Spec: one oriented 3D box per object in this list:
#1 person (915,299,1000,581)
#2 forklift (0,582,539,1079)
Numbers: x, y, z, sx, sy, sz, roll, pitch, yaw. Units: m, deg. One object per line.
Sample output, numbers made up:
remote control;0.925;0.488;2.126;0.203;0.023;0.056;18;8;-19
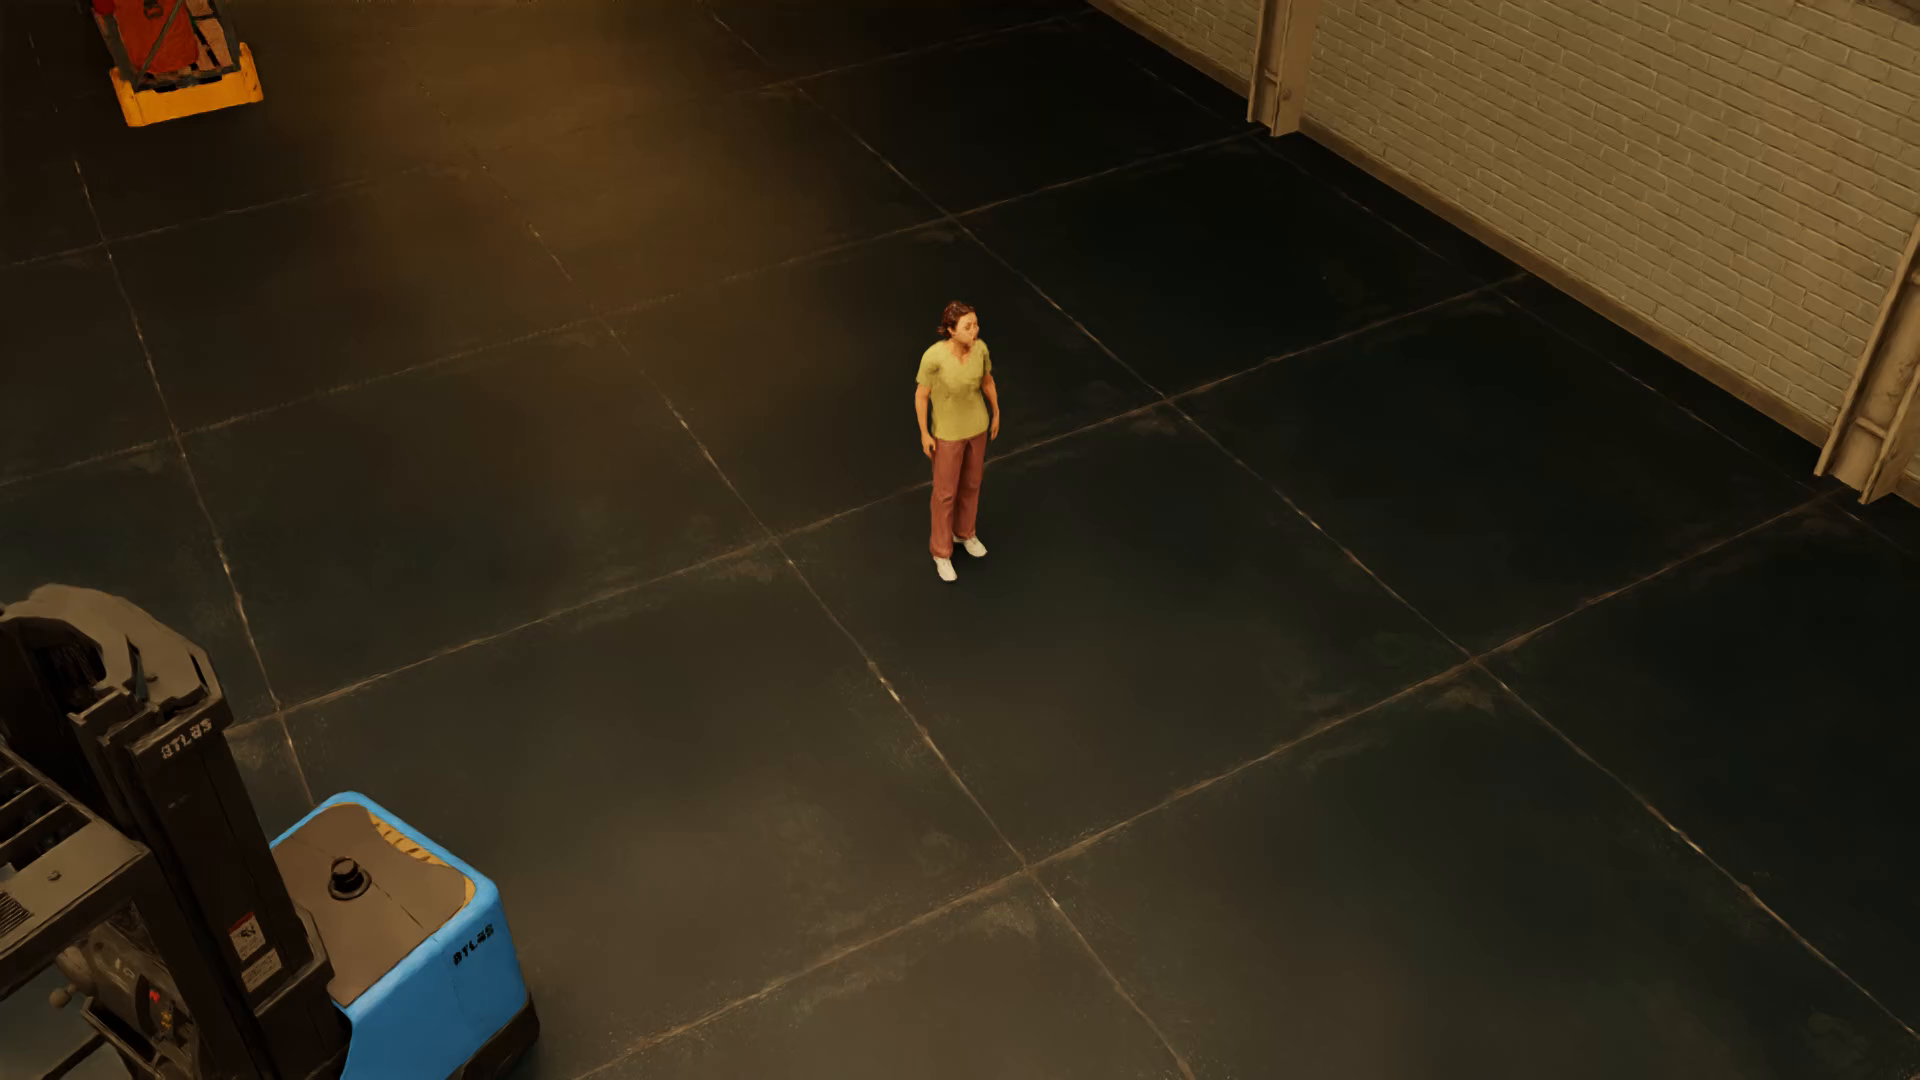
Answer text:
person;0.028;-0.606;9.739;0.554;1.673;0.548;-20;44;-23
forklift;-3.172;1.728;5.953;1.130;2.935;3.031;24;45;26
